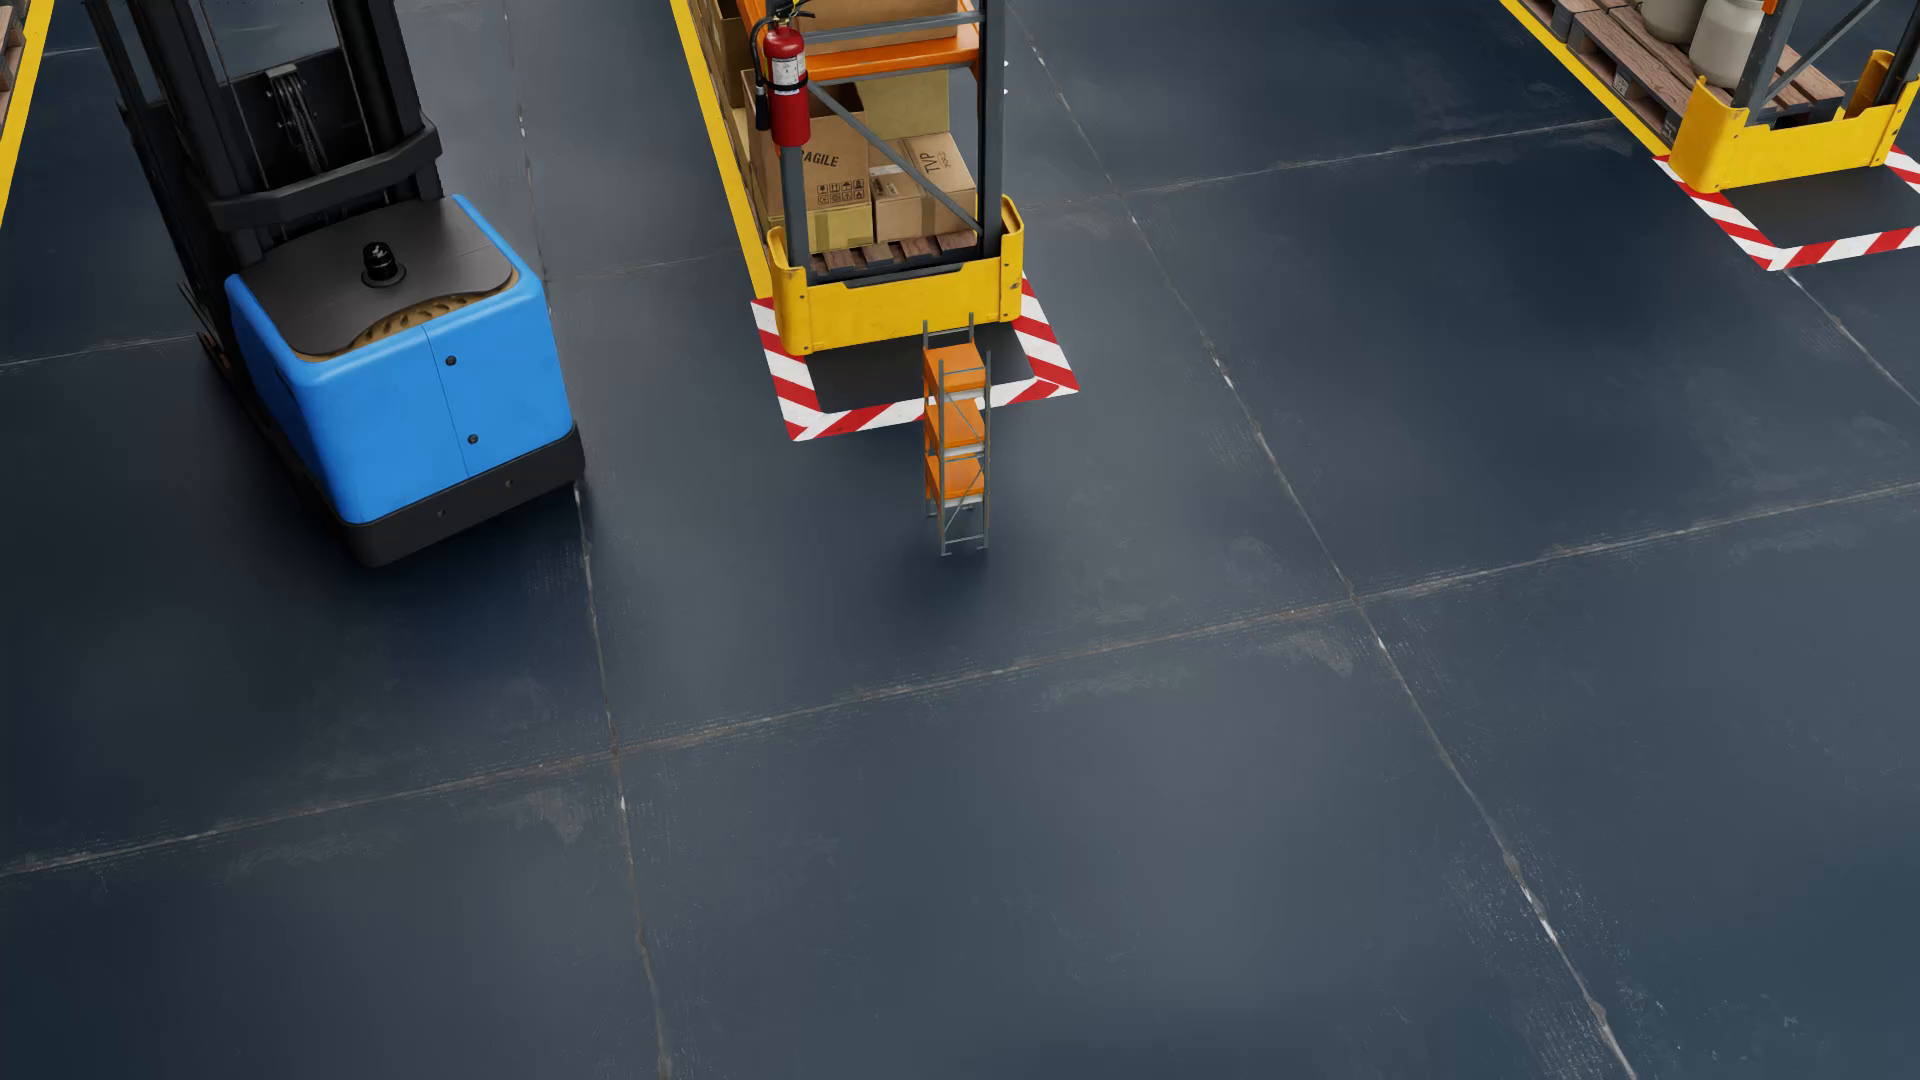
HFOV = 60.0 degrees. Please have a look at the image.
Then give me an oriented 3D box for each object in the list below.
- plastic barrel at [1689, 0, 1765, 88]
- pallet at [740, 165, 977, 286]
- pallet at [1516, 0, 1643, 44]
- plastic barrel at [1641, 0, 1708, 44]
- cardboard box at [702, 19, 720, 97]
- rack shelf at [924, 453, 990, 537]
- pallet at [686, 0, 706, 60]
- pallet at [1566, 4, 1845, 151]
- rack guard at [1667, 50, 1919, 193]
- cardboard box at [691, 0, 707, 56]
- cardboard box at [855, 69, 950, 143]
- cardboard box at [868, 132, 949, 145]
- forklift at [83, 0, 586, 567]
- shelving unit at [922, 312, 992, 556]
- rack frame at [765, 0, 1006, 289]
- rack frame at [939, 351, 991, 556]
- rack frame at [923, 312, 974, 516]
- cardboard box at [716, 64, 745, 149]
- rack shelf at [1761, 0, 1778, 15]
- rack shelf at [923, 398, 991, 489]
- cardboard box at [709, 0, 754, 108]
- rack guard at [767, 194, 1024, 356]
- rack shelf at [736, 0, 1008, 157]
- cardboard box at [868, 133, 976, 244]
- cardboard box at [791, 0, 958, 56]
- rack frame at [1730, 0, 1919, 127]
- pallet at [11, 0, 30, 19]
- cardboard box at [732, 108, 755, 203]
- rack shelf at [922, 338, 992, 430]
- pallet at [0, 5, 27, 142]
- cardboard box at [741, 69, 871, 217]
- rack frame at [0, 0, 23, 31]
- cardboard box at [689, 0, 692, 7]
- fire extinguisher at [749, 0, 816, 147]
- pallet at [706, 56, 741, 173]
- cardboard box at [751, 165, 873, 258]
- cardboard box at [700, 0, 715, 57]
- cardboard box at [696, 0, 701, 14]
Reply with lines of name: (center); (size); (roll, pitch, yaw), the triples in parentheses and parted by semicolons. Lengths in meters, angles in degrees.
plastic barrel: (4.243, -2.771, 9.064); (0.421, 0.512, 0.421); (0, 46, 0)
pallet: (-0.540, -1.696, 8.515); (1.003, 0.211, 1.213); (-11, 47, -10)
pallet: (3.909, -3.525, 10.307); (1.003, 0.211, 1.213); (-11, 47, -10)
plastic barrel: (4.115, -3.117, 9.403); (0.421, 0.512, 0.421); (0, 46, 0)
cardboard box: (-1.122, -2.686, 9.164); (0.500, 0.250, 0.500); (-11, 47, -10)
rack shelf: (-0.014, -0.202, 6.868); (0.215, 0.259, 0.240); (-11, 47, -10)
pallet: (-1.165, -3.380, 10.166); (1.003, 0.211, 1.213); (-11, 47, -10)
pallet: (4.218, -2.684, 9.483); (1.003, 0.211, 1.213); (-11, 47, -10)
rack guard: (4.421, -2.223, 8.830); (1.175, 0.500, 0.348); (-11, 47, -10)
cardboard box: (-1.256, -3.030, 9.501); (0.500, 0.250, 0.500); (-11, 47, -10)
cardboard box: (-0.356, -2.354, 8.314); (0.500, 0.500, 0.500); (-11, 47, -10)
cardboard box: (-0.357, -2.091, 8.581); (0.500, 0.250, 0.500); (-11, 47, -10)
forklift: (-2.899, -1.926, 6.836); (1.130, 2.935, 3.031); (-28, 52, -24)
shelving unit: (-0.014, -0.404, 6.662); (0.215, 1.050, 0.252); (-11, 47, -10)
rack frame: (-0.304, -2.151, 7.009); (1.000, 3.000, 0.127); (-11, 47, -10)
rack frame: (0.018, -0.320, 6.579); (0.200, 1.050, 0.008); (-11, 47, -10)
rack frame: (-0.045, -0.489, 6.745); (0.200, 1.050, 0.008); (-11, 47, -10)
cardboard box: (-0.996, -2.340, 8.825); (0.500, 0.250, 0.500); (-11, 47, -10)
rack shelf: (3.974, -4.183, 9.504); (1.077, 0.370, 4.000); (-11, 47, -10)
rack shelf: (-0.014, -0.397, 6.670); (0.215, 0.259, 0.240); (-11, 47, -10)
cardboard box: (-0.999, -2.602, 8.557); (0.500, 0.500, 0.500); (-11, 47, -10)
rack guard: (-0.297, -1.260, 7.885); (1.175, 0.500, 0.348); (-11, 47, -10)
rack shelf: (-0.816, -3.280, 8.619); (1.077, 0.370, 4.000); (-11, 47, -10)
cardboard box: (-0.226, -1.747, 8.244); (0.500, 0.250, 0.500); (-11, 47, -10)
cardboard box: (-0.411, -2.511, 7.291); (0.700, 0.500, 0.500); (-11, 47, -10)
rack frame: (4.486, -3.054, 7.894); (1.000, 3.000, 0.127); (-11, 47, -10)
pallet: (-6.316, -3.566, 10.348); (1.003, 0.211, 1.213); (-11, 47, -10)
cardboard box: (-0.866, -1.995, 8.487); (0.500, 0.250, 0.500); (-11, 47, -10)
rack shelf: (-0.014, -0.596, 6.467); (0.215, 0.259, 0.240); (-11, 47, -10)
pallet: (-5.909, -2.571, 9.373); (1.003, 0.211, 1.213); (-11, 47, -10)
cardboard box: (-0.729, -1.914, 7.883); (0.500, 0.500, 0.500); (-11, 47, -10)
rack frame: (-6.115, -4.005, 8.825); (1.000, 3.000, 0.127); (-11, 47, -10)
cardboard box: (-1.379, -3.376, 9.840); (0.500, 0.250, 0.500); (-11, 47, -10)
fire extinguisher: (-0.722, -1.958, 6.873); (0.296, 0.674, 0.183); (-11, 47, -10)
pallet: (-0.849, -2.536, 9.339); (1.003, 0.211, 1.213); (-11, 47, -10)
cardboard box: (-0.727, -1.652, 8.151); (0.500, 0.250, 0.500); (-11, 47, -10)
cardboard box: (-1.126, -2.947, 8.895); (0.500, 0.500, 0.500); (-11, 47, -10)
cardboard box: (-1.255, -3.292, 9.233); (0.500, 0.500, 0.500); (-11, 47, -10)
